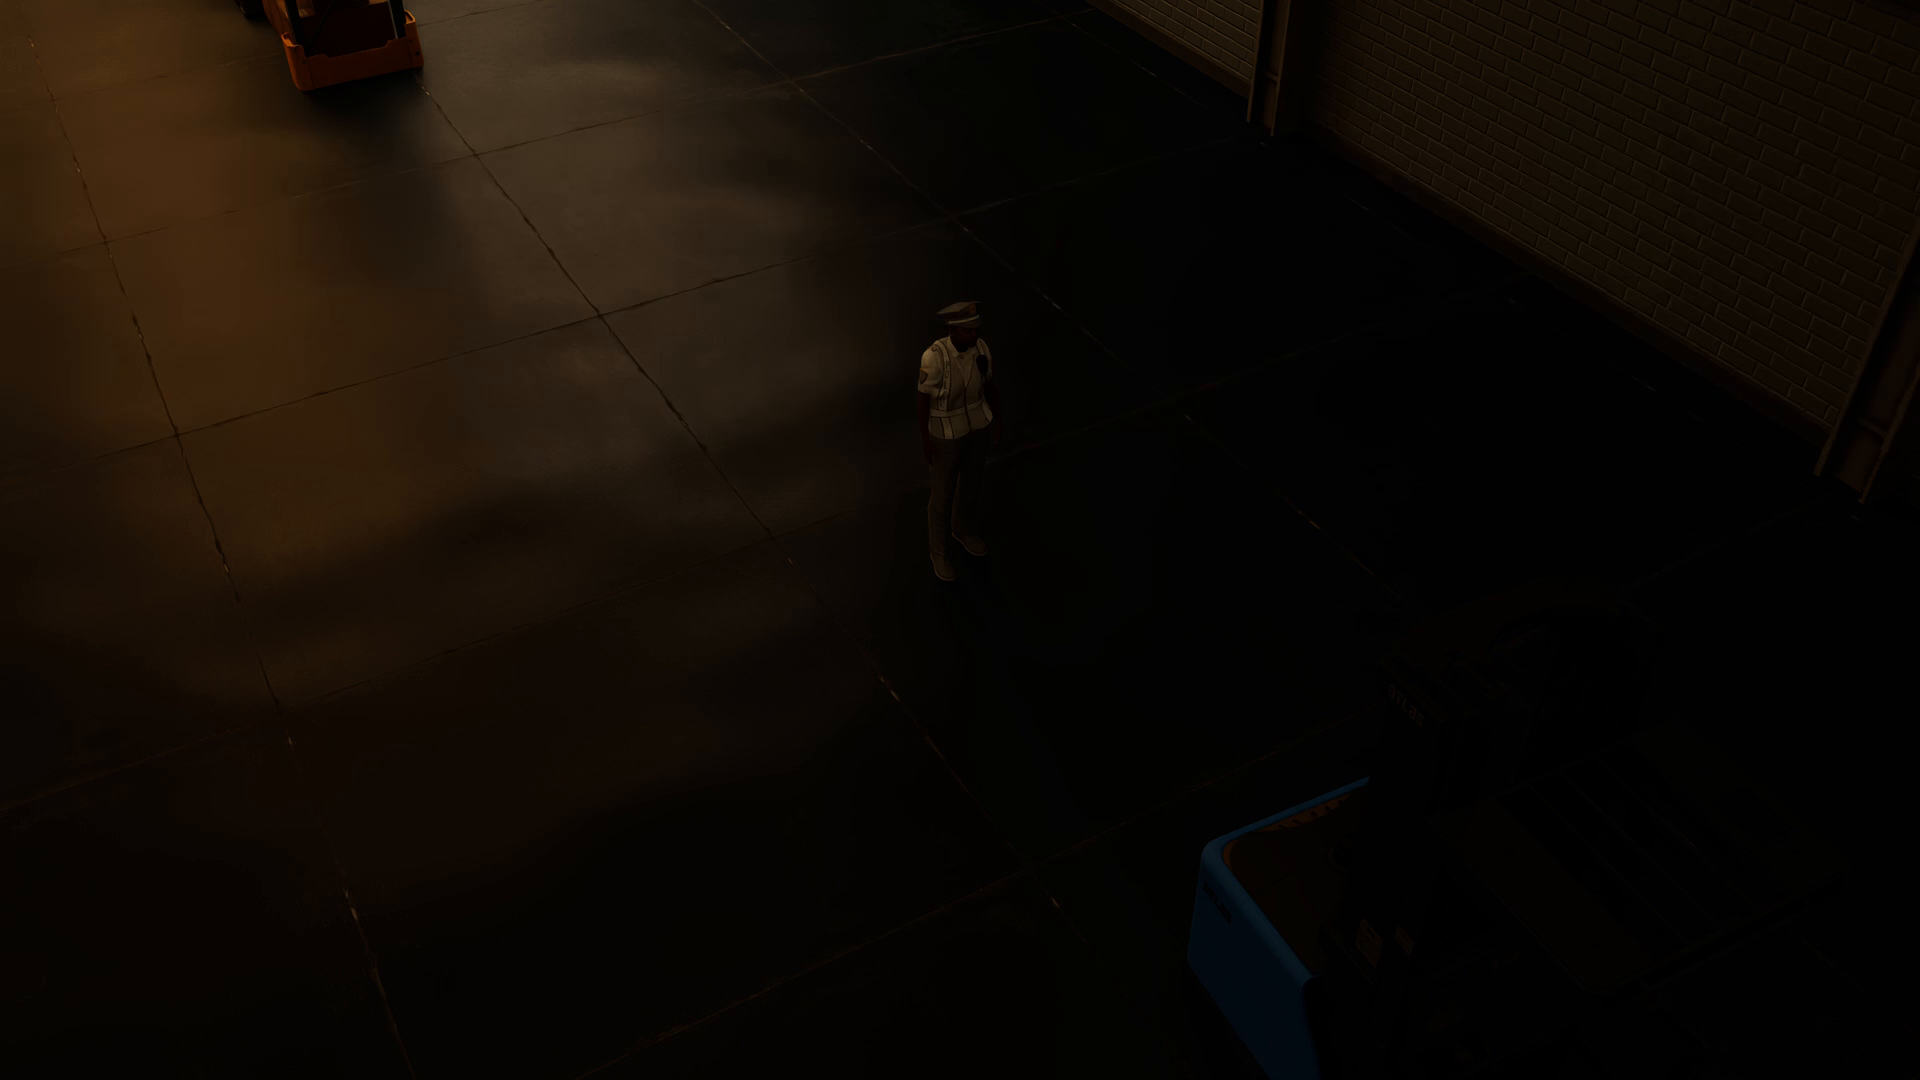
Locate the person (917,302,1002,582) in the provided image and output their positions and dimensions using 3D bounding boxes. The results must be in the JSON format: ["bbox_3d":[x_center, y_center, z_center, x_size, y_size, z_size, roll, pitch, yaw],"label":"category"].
[{"bbox_3d":[0.020,-0.610,9.729,0.569,1.695,0.530,-20,44,-23],"label":"person"}]

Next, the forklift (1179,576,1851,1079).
[{"bbox_3d":[2.118,1.704,5.982,1.130,2.935,3.031,-18,43,-20],"label":"forklift"}]
